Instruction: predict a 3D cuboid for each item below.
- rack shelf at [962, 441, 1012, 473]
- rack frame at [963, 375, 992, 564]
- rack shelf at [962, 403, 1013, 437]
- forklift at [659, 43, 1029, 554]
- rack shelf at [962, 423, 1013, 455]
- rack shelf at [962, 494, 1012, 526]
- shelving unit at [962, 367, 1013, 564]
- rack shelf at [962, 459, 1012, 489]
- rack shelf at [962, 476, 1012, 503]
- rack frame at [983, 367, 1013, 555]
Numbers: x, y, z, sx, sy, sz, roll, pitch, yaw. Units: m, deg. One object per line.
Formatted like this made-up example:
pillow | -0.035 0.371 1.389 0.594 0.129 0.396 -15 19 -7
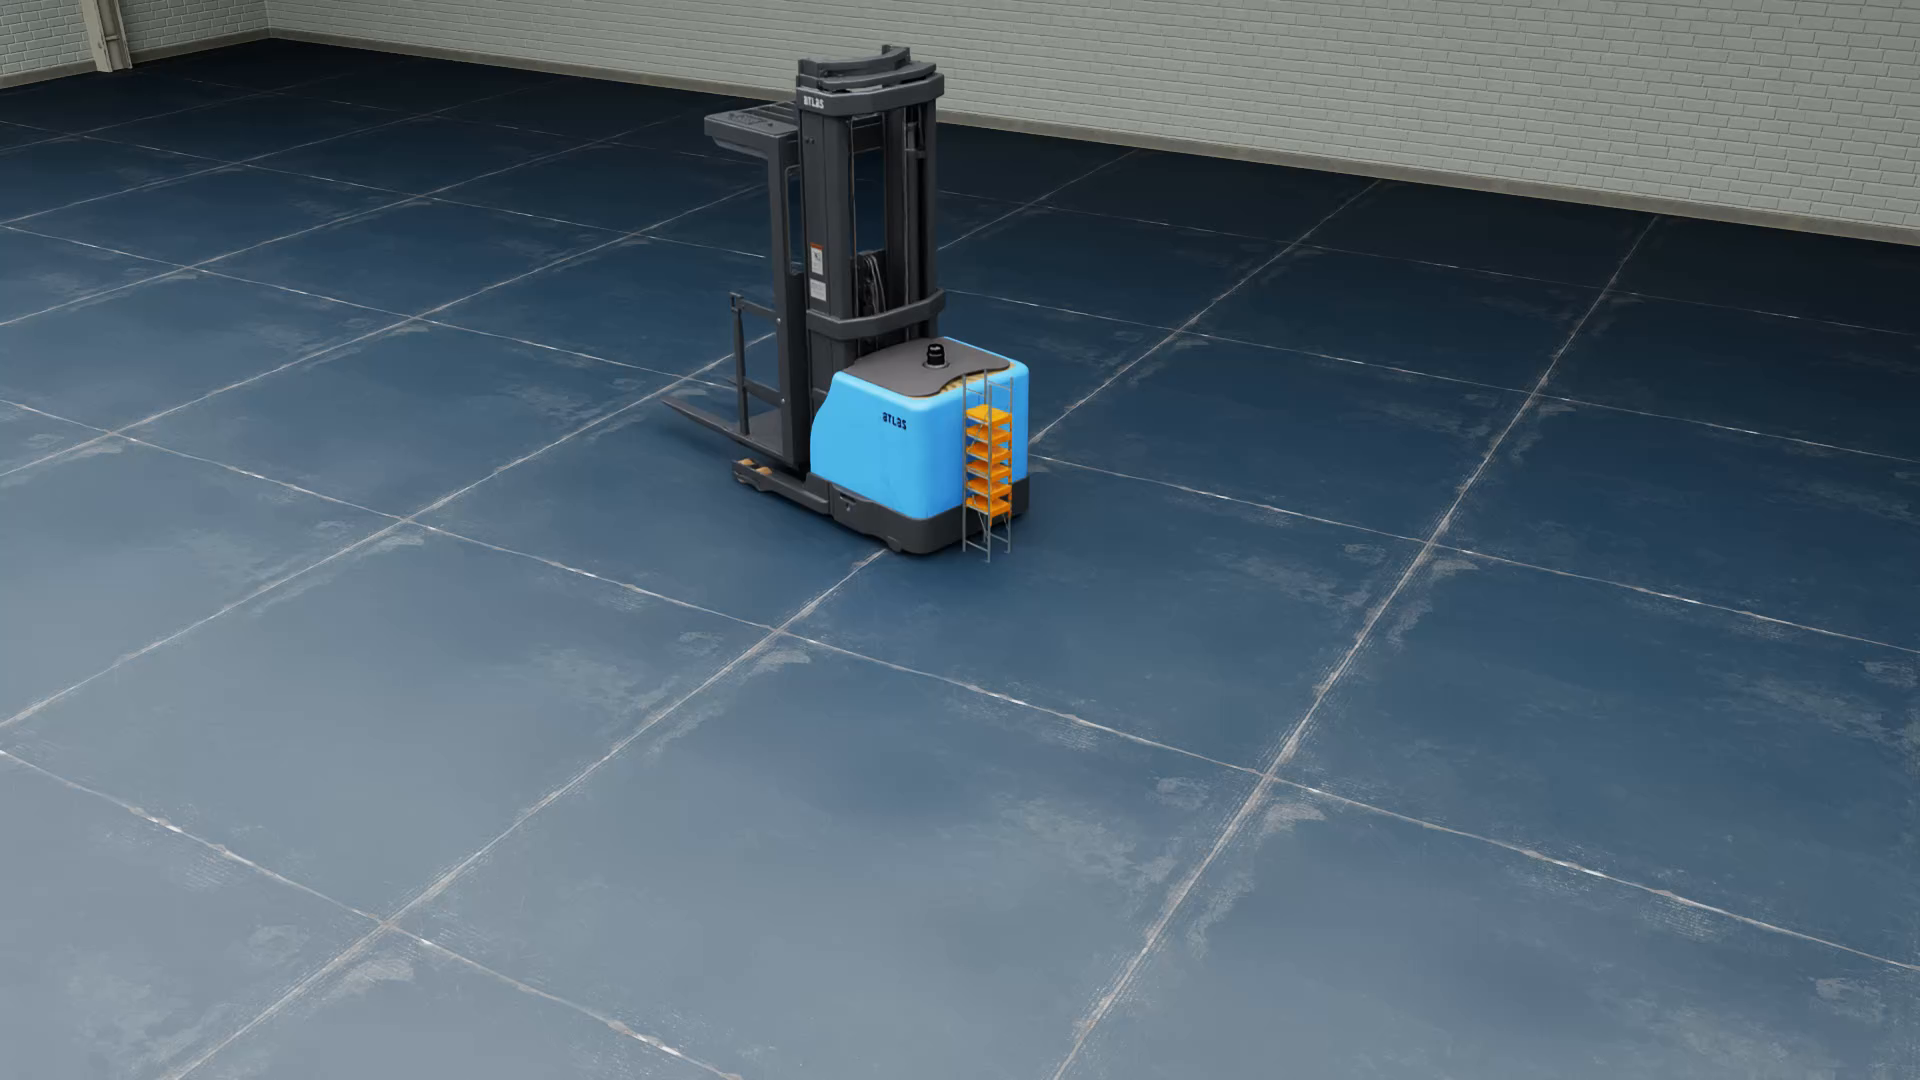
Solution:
rack shelf | 0.169 -0.521 10.282 0.180 0.103 0.258 -24 35 -39
rack frame | 0.104 -0.425 10.259 0.006 1.200 0.240 -24 35 -39
rack shelf | 0.169 -0.736 10.175 0.180 0.103 0.258 -24 35 -39
forklift | -0.936 -1.786 11.043 1.130 2.935 3.031 -24 35 -39
rack shelf | 0.169 -0.629 10.228 0.180 0.103 0.258 -24 35 -39
rack shelf | 0.169 -0.200 10.444 0.180 0.103 0.258 -24 35 -39
shelving unit | 0.169 -0.454 10.316 0.189 1.200 0.258 -24 35 -39
rack shelf | 0.169 -0.414 10.336 0.180 0.103 0.258 -24 35 -39
rack shelf | 0.169 -0.307 10.390 0.180 0.103 0.258 -24 35 -39
rack frame | 0.234 -0.483 10.373 0.006 1.200 0.240 -24 35 -39
